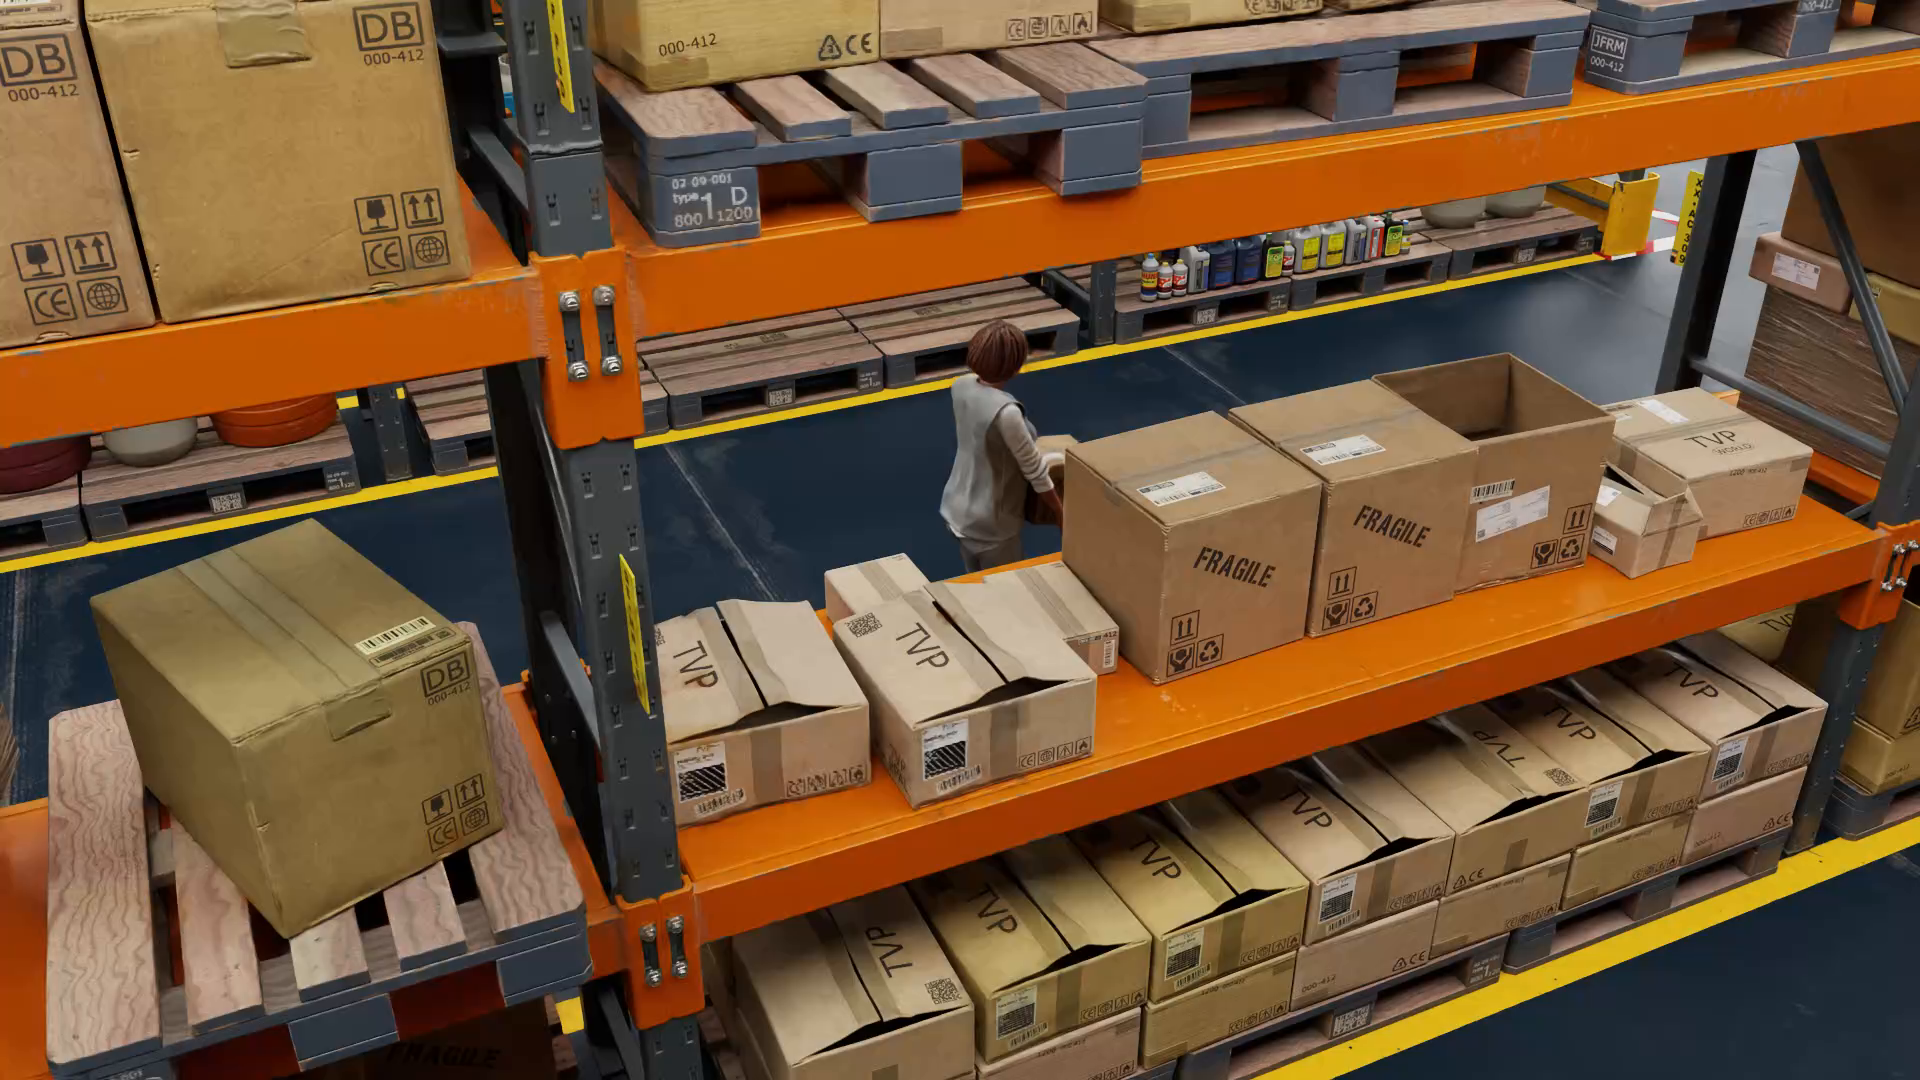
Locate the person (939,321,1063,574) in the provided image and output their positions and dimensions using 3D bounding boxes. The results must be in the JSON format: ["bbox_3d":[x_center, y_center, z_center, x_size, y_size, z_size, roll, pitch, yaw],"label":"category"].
[{"bbox_3d":[0.178,-0.084,6.290,0.505,1.598,0.374,-13,32,-22],"label":"person"}]
